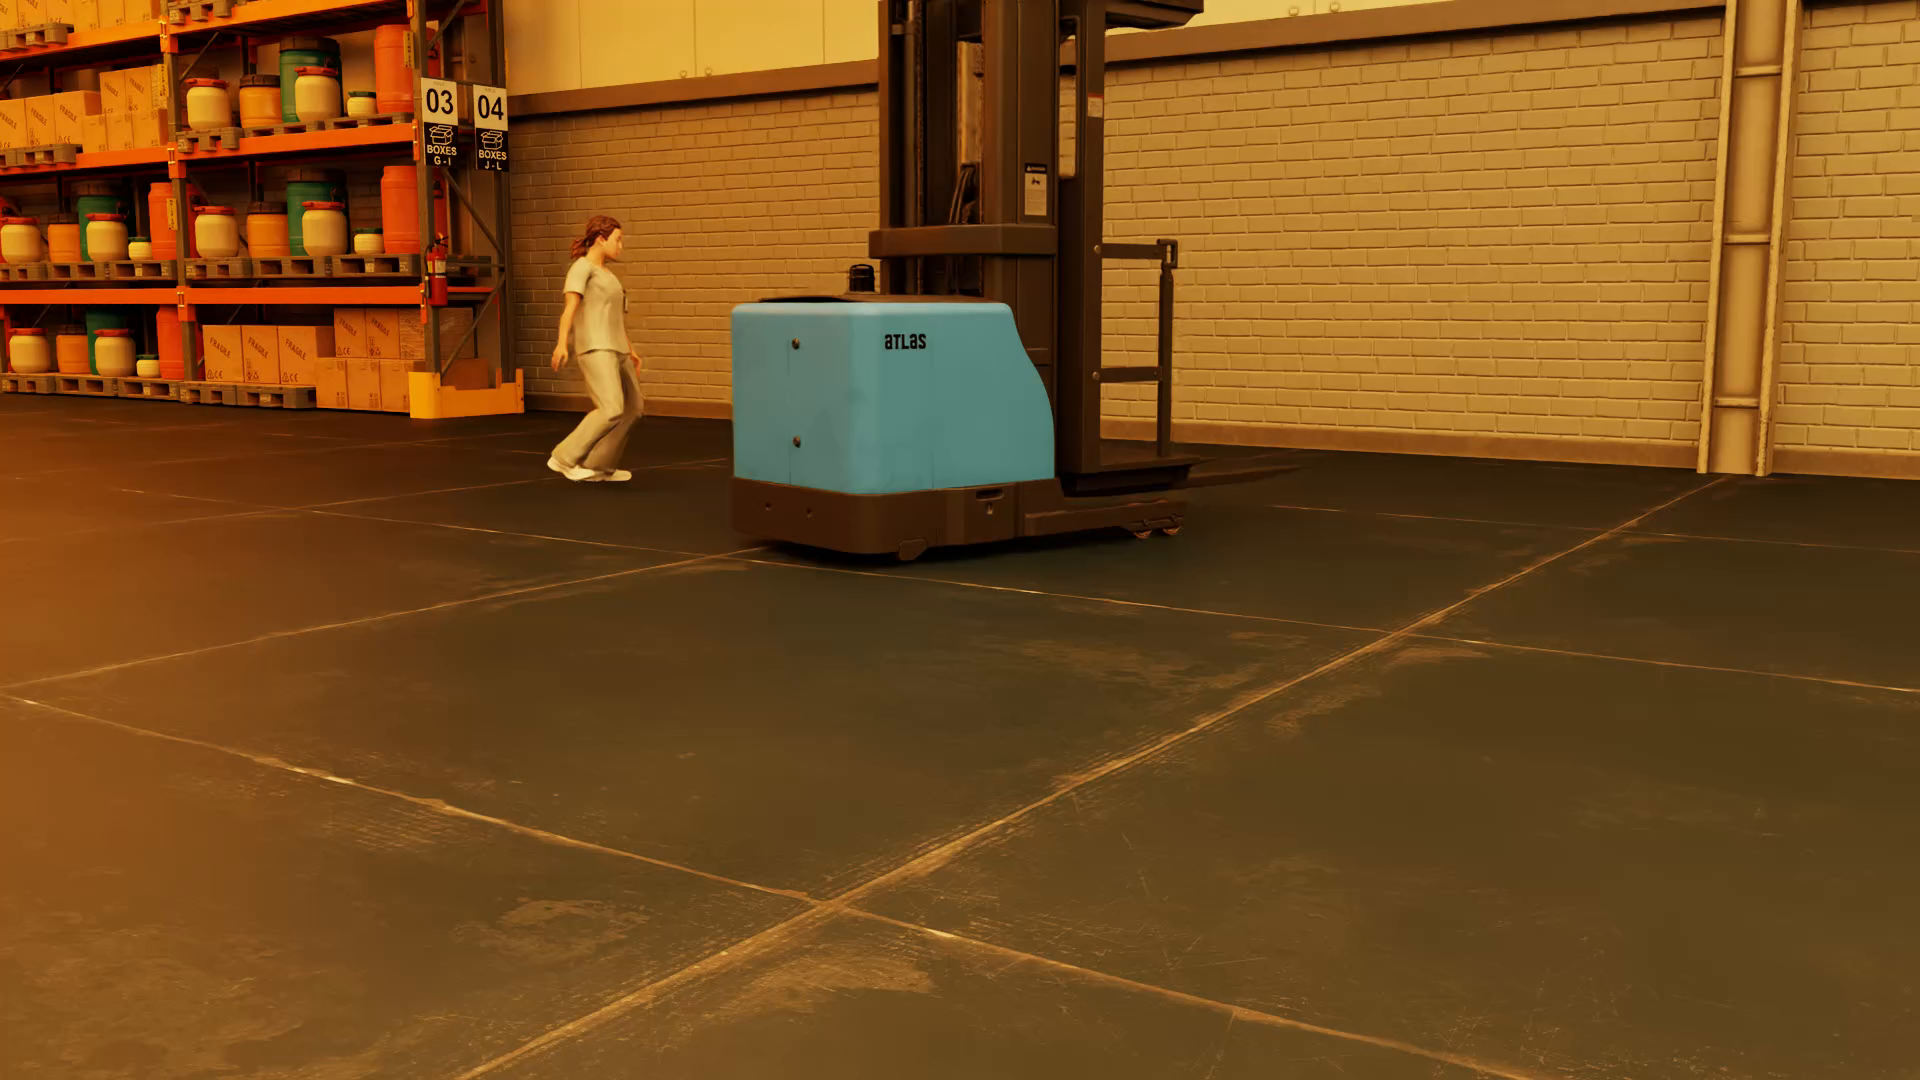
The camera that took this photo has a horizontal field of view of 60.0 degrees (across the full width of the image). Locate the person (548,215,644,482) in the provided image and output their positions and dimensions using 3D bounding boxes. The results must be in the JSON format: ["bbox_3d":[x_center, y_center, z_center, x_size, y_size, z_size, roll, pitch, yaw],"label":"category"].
[{"bbox_3d":[-2.131,-1.103,9.759,0.490,1.590,0.790,2,8,15],"label":"person"}]

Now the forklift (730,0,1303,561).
[{"bbox_3d":[0.428,-1.510,7.812,3.031,2.935,1.130,-7,11,-40],"label":"forklift"}]
